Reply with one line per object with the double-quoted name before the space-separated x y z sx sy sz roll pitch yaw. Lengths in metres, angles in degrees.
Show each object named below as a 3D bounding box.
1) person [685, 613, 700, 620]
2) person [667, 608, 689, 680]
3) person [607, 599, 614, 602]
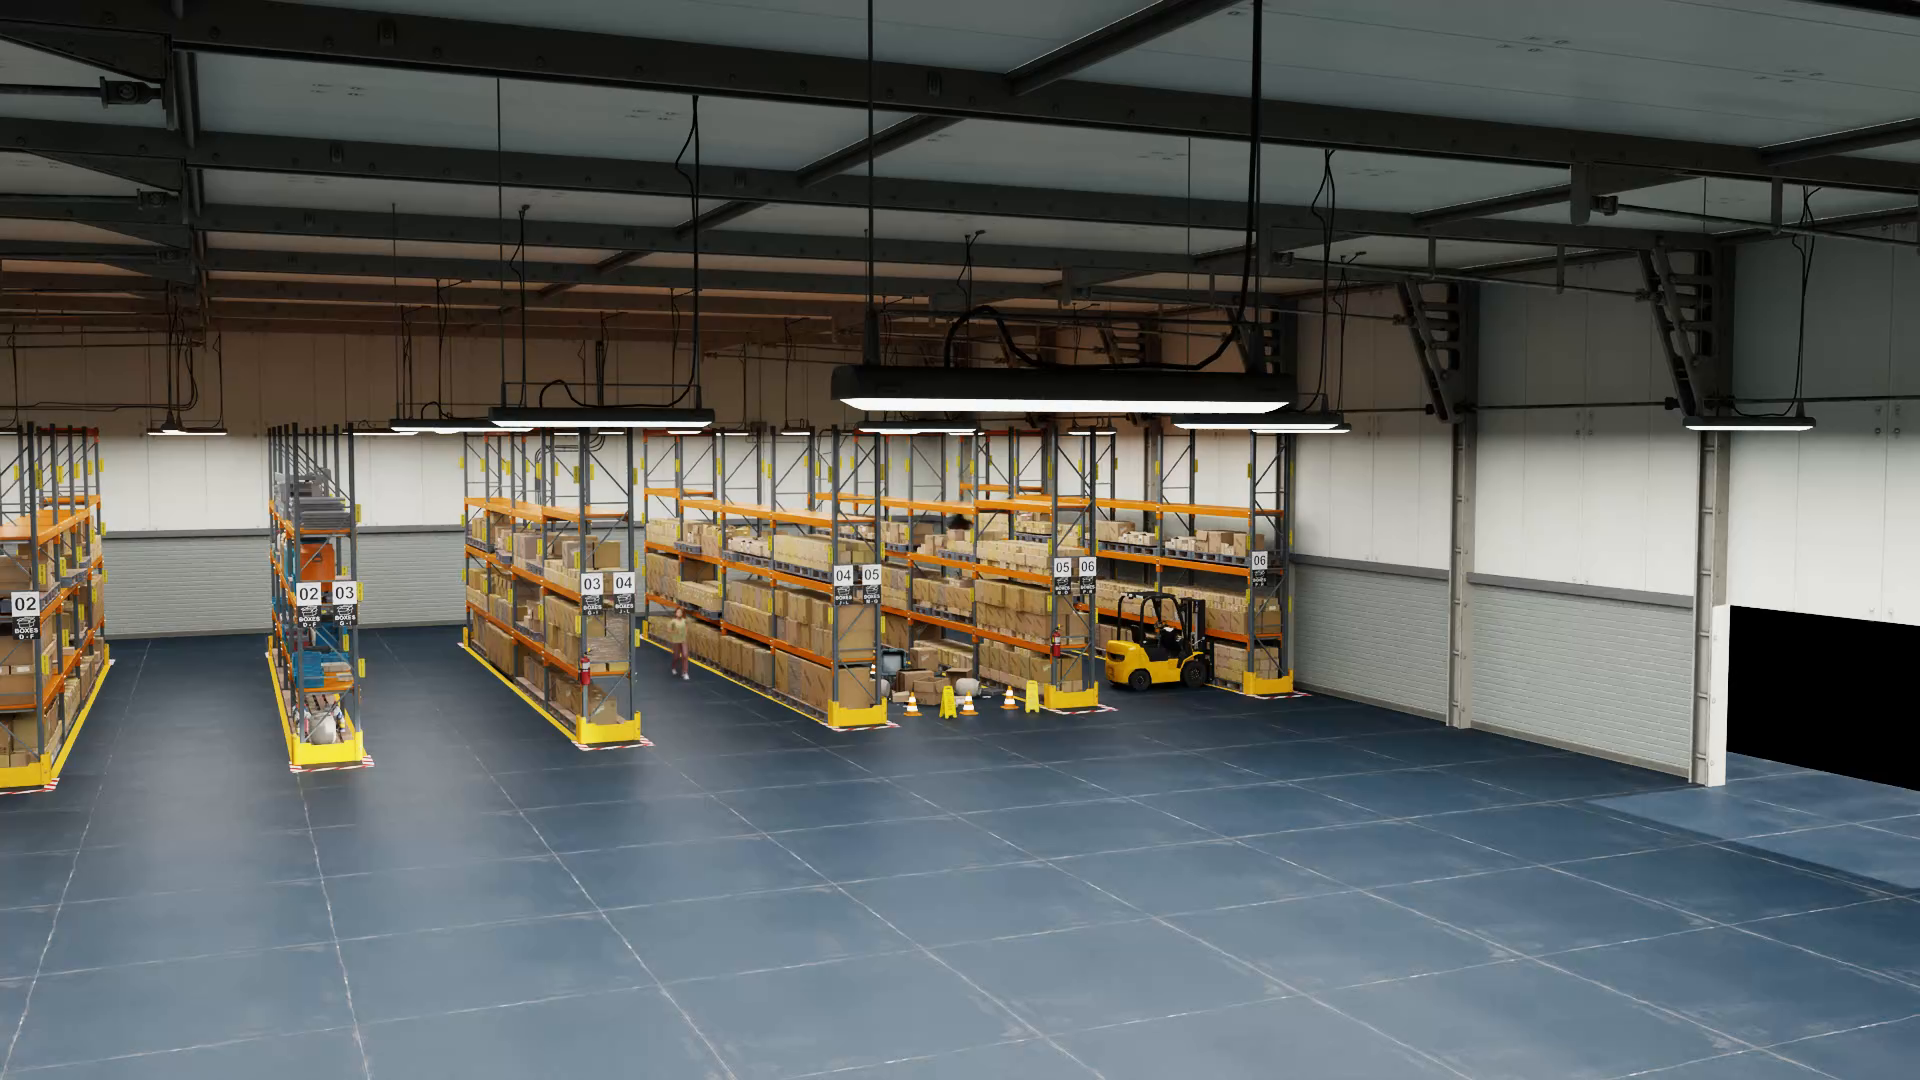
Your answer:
"person" -8.048 1.877 49.466 0.889 1.685 0.641 -2 4 -32
"person" -6.687 2.445 39.578 0.574 1.673 0.951 -2 4 -29
"person" -9.983 2.034 46.769 0.682 1.770 0.831 0 3 -1
